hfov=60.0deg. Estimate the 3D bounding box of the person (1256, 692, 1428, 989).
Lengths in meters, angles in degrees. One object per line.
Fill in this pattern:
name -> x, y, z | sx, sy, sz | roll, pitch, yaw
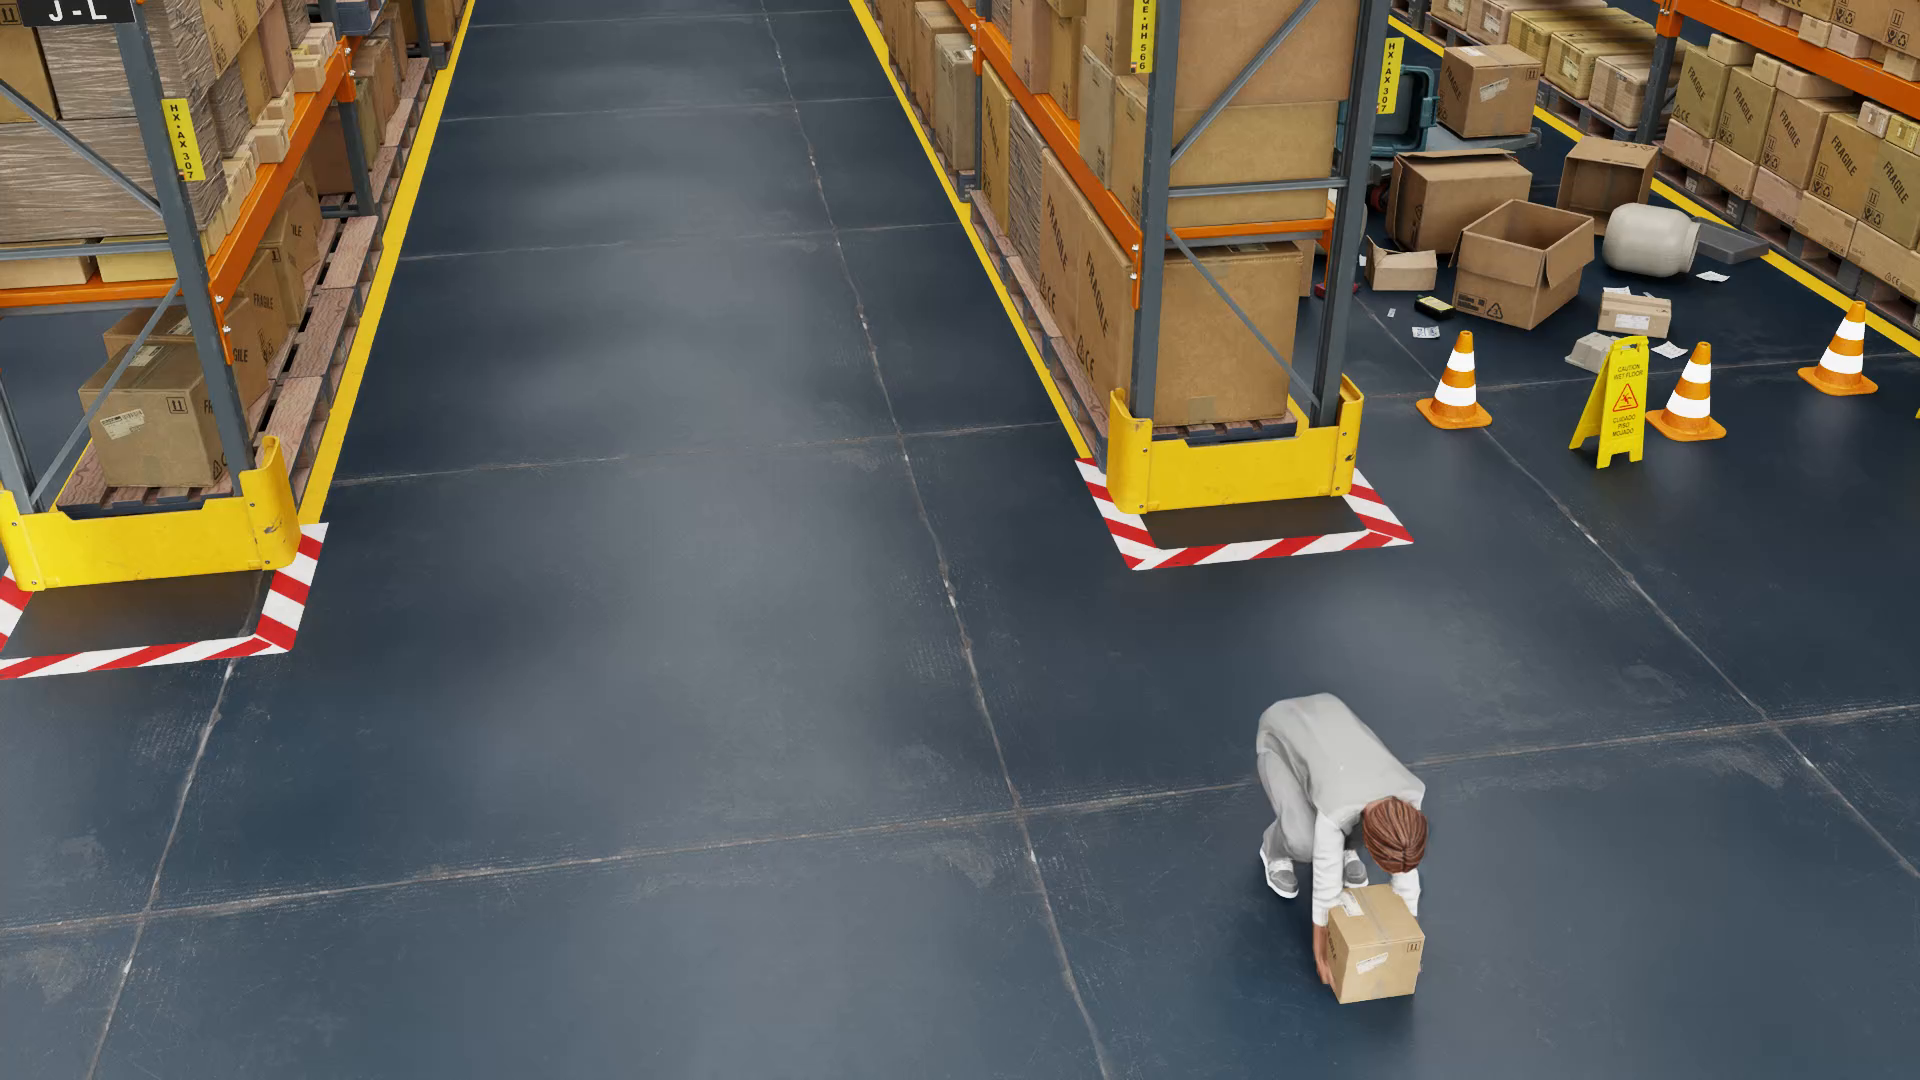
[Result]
person -> 1.247, 0.945, 5.481 | 0.421, 0.714, 0.869 | -6, 32, -10
